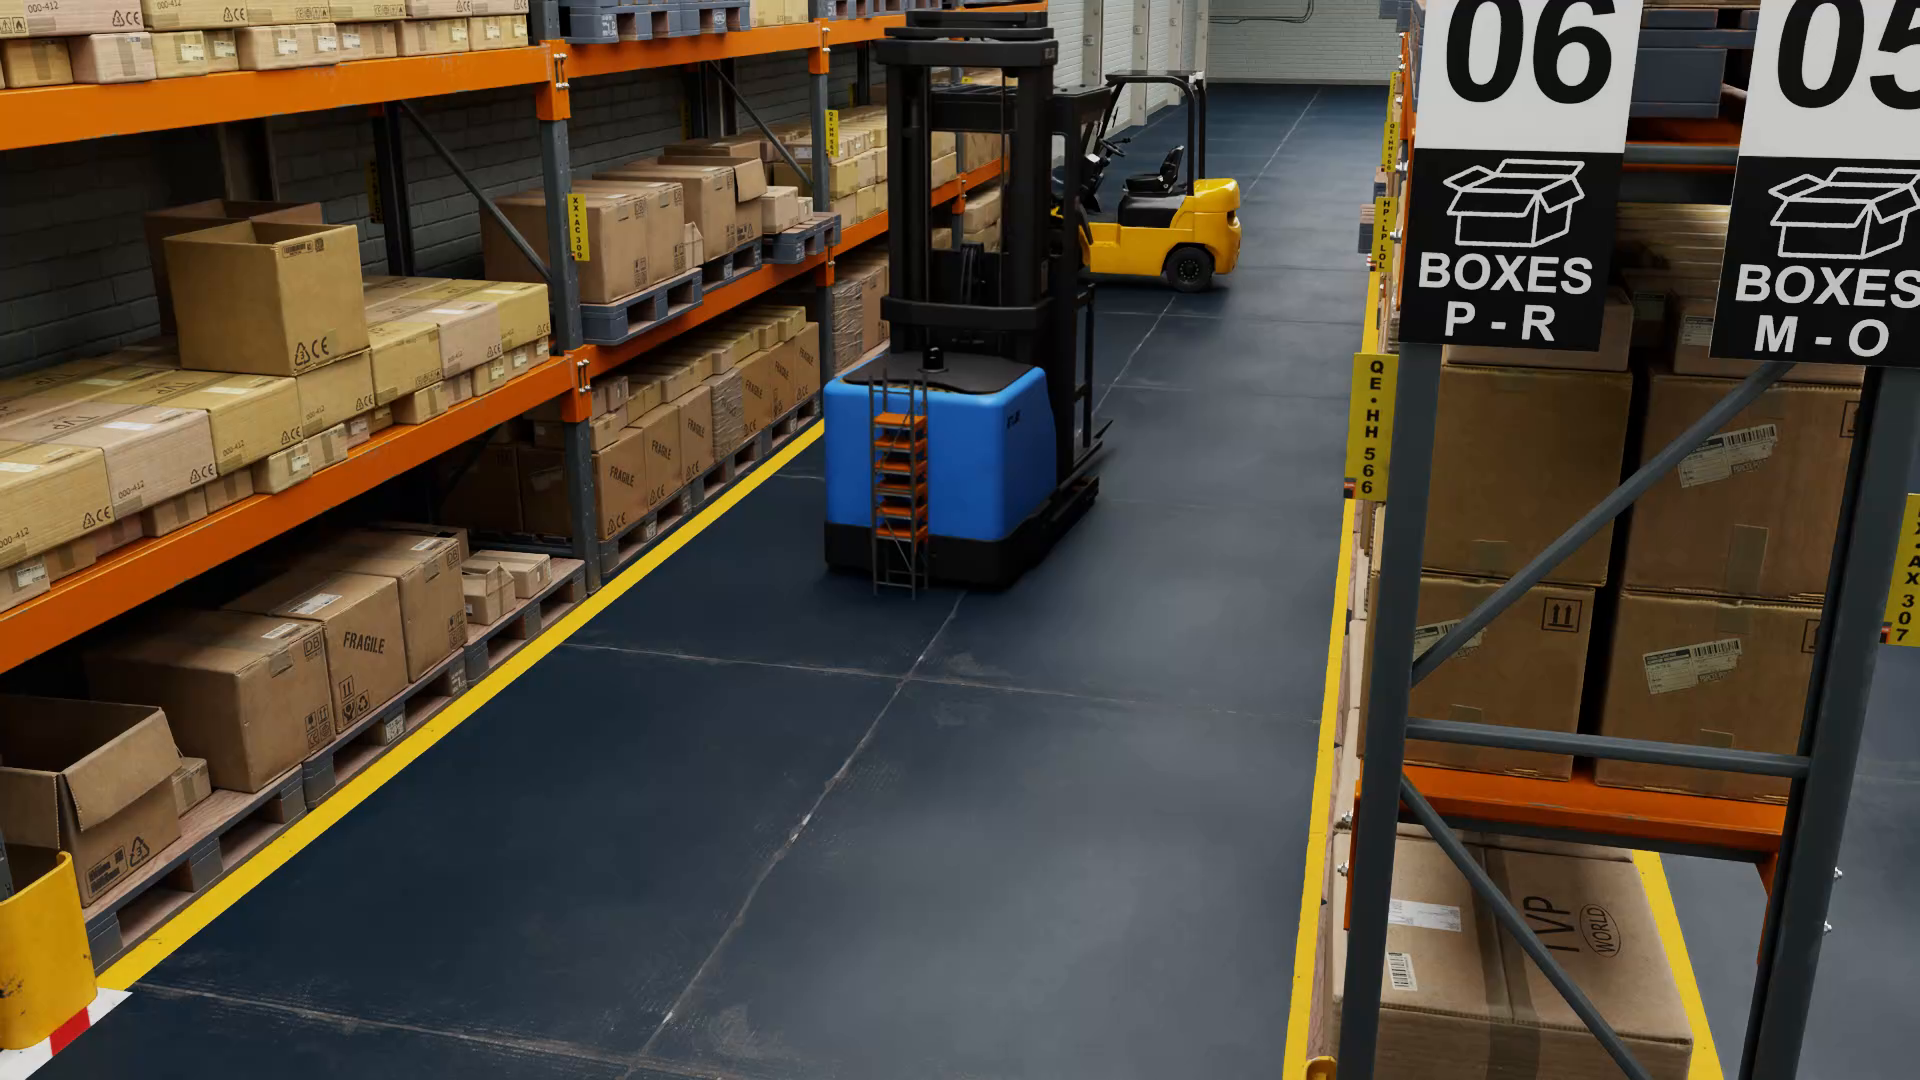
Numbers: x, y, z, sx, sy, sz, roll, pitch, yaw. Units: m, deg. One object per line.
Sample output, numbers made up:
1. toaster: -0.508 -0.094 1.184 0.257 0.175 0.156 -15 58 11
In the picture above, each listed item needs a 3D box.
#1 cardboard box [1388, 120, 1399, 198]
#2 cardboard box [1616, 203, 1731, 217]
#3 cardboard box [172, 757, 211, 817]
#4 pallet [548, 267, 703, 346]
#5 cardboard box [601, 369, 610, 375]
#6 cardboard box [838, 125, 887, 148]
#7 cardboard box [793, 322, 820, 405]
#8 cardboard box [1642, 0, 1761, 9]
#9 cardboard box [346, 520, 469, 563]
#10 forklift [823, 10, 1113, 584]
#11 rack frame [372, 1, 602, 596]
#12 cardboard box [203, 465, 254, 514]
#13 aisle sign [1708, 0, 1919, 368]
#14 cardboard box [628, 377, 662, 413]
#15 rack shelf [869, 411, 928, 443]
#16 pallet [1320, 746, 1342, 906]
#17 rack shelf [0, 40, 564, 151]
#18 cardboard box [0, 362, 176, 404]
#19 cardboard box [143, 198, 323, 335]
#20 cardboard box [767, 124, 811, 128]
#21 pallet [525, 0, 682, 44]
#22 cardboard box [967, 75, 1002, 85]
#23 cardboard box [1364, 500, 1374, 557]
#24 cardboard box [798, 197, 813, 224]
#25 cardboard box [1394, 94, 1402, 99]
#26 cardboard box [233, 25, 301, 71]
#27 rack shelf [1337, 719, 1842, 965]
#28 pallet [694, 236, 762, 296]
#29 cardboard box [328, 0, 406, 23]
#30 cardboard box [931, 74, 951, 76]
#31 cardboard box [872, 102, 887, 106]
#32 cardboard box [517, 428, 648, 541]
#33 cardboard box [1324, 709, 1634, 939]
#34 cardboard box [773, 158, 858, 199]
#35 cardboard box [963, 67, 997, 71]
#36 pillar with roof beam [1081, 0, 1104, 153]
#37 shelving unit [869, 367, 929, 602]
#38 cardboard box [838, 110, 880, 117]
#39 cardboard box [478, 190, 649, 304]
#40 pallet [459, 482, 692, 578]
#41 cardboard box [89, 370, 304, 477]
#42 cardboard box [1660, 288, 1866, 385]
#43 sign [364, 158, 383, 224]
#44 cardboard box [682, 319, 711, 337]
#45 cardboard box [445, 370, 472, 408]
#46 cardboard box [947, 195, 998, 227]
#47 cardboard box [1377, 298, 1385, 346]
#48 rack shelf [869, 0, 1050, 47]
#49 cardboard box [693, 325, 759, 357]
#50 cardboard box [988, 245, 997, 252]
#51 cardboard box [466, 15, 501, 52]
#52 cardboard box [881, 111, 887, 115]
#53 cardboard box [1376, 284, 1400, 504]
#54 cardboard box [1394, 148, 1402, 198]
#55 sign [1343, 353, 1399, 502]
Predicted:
1. cardboard box: 3.211 -2.593 11.375 0.500 0.500 0.500 4 19 12
2. cardboard box: 2.189 -0.934 5.077 0.380 0.149 0.250 4 19 12
3. cardboard box: -3.017 0.911 6.142 0.380 0.149 0.250 4 19 11
4. pallet: -2.121 -1.330 9.238 1.003 0.211 1.213 5 19 13
5. cardboard box: -2.345 -0.964 10.084 0.380 0.149 0.250 5 20 15
6. cardboard box: -0.776 -3.269 13.460 0.380 0.149 0.250 5 20 15
7. cardboard box: -1.340 -1.299 12.068 0.500 0.500 0.500 5 20 15
8. cardboard box: 1.437 -1.277 3.573 0.500 0.250 0.500 3 19 8
9. cardboard box: -2.813 0.083 8.314 0.500 0.311 0.500 5 20 15
10. forklift: 0.228 -1.595 9.822 1.130 2.935 3.031 7 20 18
11. rack frame: -2.422 -1.179 8.499 1.000 3.000 0.127 5 19 13
12. cardboard box: -2.825 -0.214 6.063 0.380 0.149 0.250 5 19 14
13. aisle sign: 1.678 -0.719 3.131 0.394 0.787 0.004 5 19 13
14. cardboard box: -1.979 -0.855 9.763 0.380 0.149 0.250 4 19 12
15. rack shelf: -0.316 -0.583 8.563 0.258 0.103 0.180 7 20 18
16. pallet: 1.834 1.147 6.003 1.003 0.211 1.213 5 19 13
17. rack shelf: -2.911 -1.631 6.295 1.077 0.370 4.000 5 19 13
18. cardboard box: -3.292 -0.477 6.214 0.500 0.250 0.500 5 20 15
19. cardboard box: -3.044 -1.158 7.049 0.500 0.500 0.500 4 19 12
20. cardboard box: -1.372 -3.315 13.595 0.380 0.149 0.250 4 19 12
21. pallet: -2.195 -2.709 8.627 1.213 0.211 1.003 5 19 13
22. cardboard box: 0.257 -4.825 17.555 0.380 0.149 0.250 5 19 14
23. cardboard box: 1.643 -0.235 5.580 0.500 0.500 0.500 5 20 15
24. cardboard box: -1.234 -2.277 11.451 0.380 0.149 0.250 5 19 14
25. cardboard box: 3.954 -3.558 14.200 0.500 0.500 0.500 5 20 15
26. cardboard box: -2.628 -1.780 6.007 0.380 0.149 0.250 5 19 13
27. rack shelf: 1.903 0.179 5.636 1.077 0.370 4.000 5 19 13
28. pallet: -1.916 -1.732 10.415 1.003 0.211 1.213 5 19 13
29. cardboard box: -2.551 -2.174 6.543 0.500 0.250 0.500 5 20 15
30. cardboard box: -0.185 -4.864 17.670 0.380 0.149 0.250 5 19 14
31. cardboard box: -0.638 -4.162 16.074 0.380 0.149 0.250 5 19 13
32. cardboard box: -2.086 -0.329 9.227 0.500 0.500 0.500 6 20 16
33. cardboard box: 1.694 0.977 5.501 0.875 0.438 0.875 5 20 15
34. cardboard box: -1.076 -2.716 12.458 0.500 0.250 0.500 5 19 13
35. cardboard box: 0.220 -5.347 19.083 0.380 0.149 0.250 4 19 12
36. pillar with roof beam: 6.572 -11.053 28.127 9.100 9.000 0.400 5 19 13
37. shelving unit: -0.316 -0.285 8.665 0.258 1.200 0.189 7 20 18
38. cardboard box: -0.940 -3.789 14.983 0.380 0.149 0.250 5 19 13
39. cardboard box: -2.087 -1.559 8.807 0.700 0.500 0.500 5 20 15
40. pallet: -2.260 -0.117 9.705 1.003 0.211 1.213 5 19 13
41. cardboard box: -2.784 -0.433 6.087 0.500 0.250 0.500 4 19 12
42. cardboard box: 1.770 -0.451 3.663 0.380 0.149 0.250 5 20 15
43. sign: -2.961 -1.770 8.437 0.100 0.325 0.005 5 19 13
44. cardboard box: -1.949 -1.451 11.510 0.380 0.149 0.250 5 19 14
45. cardboard box: -2.428 -0.694 7.466 0.380 0.149 0.250 5 20 15
46. cardboard box: 0.089 -3.344 16.893 0.500 0.250 0.500 5 19 13
47. cardboard box: 3.120 -1.025 10.686 0.875 0.875 0.875 4 19 13
48. rack shelf: 0.021 -5.393 17.307 1.077 0.370 4.000 5 19 13
49. cardboard box: -1.572 -1.335 11.168 0.380 0.149 0.250 5 20 15
50. cardboard box: 0.081 -2.870 17.054 0.500 0.250 0.500 4 19 12
51. cardboard box: -2.287 -2.267 7.433 0.380 0.149 0.250 5 19 13
52. cardboard box: -0.492 -3.761 14.901 0.380 0.149 0.250 5 19 13
53. cardboard box: 1.401 -0.391 4.490 0.500 0.500 0.500 5 19 14
54. cardboard box: 2.377 -1.631 8.122 0.500 0.500 0.500 5 19 14
55. sign: 0.892 -0.242 3.597 0.100 0.325 0.005 5 19 13
